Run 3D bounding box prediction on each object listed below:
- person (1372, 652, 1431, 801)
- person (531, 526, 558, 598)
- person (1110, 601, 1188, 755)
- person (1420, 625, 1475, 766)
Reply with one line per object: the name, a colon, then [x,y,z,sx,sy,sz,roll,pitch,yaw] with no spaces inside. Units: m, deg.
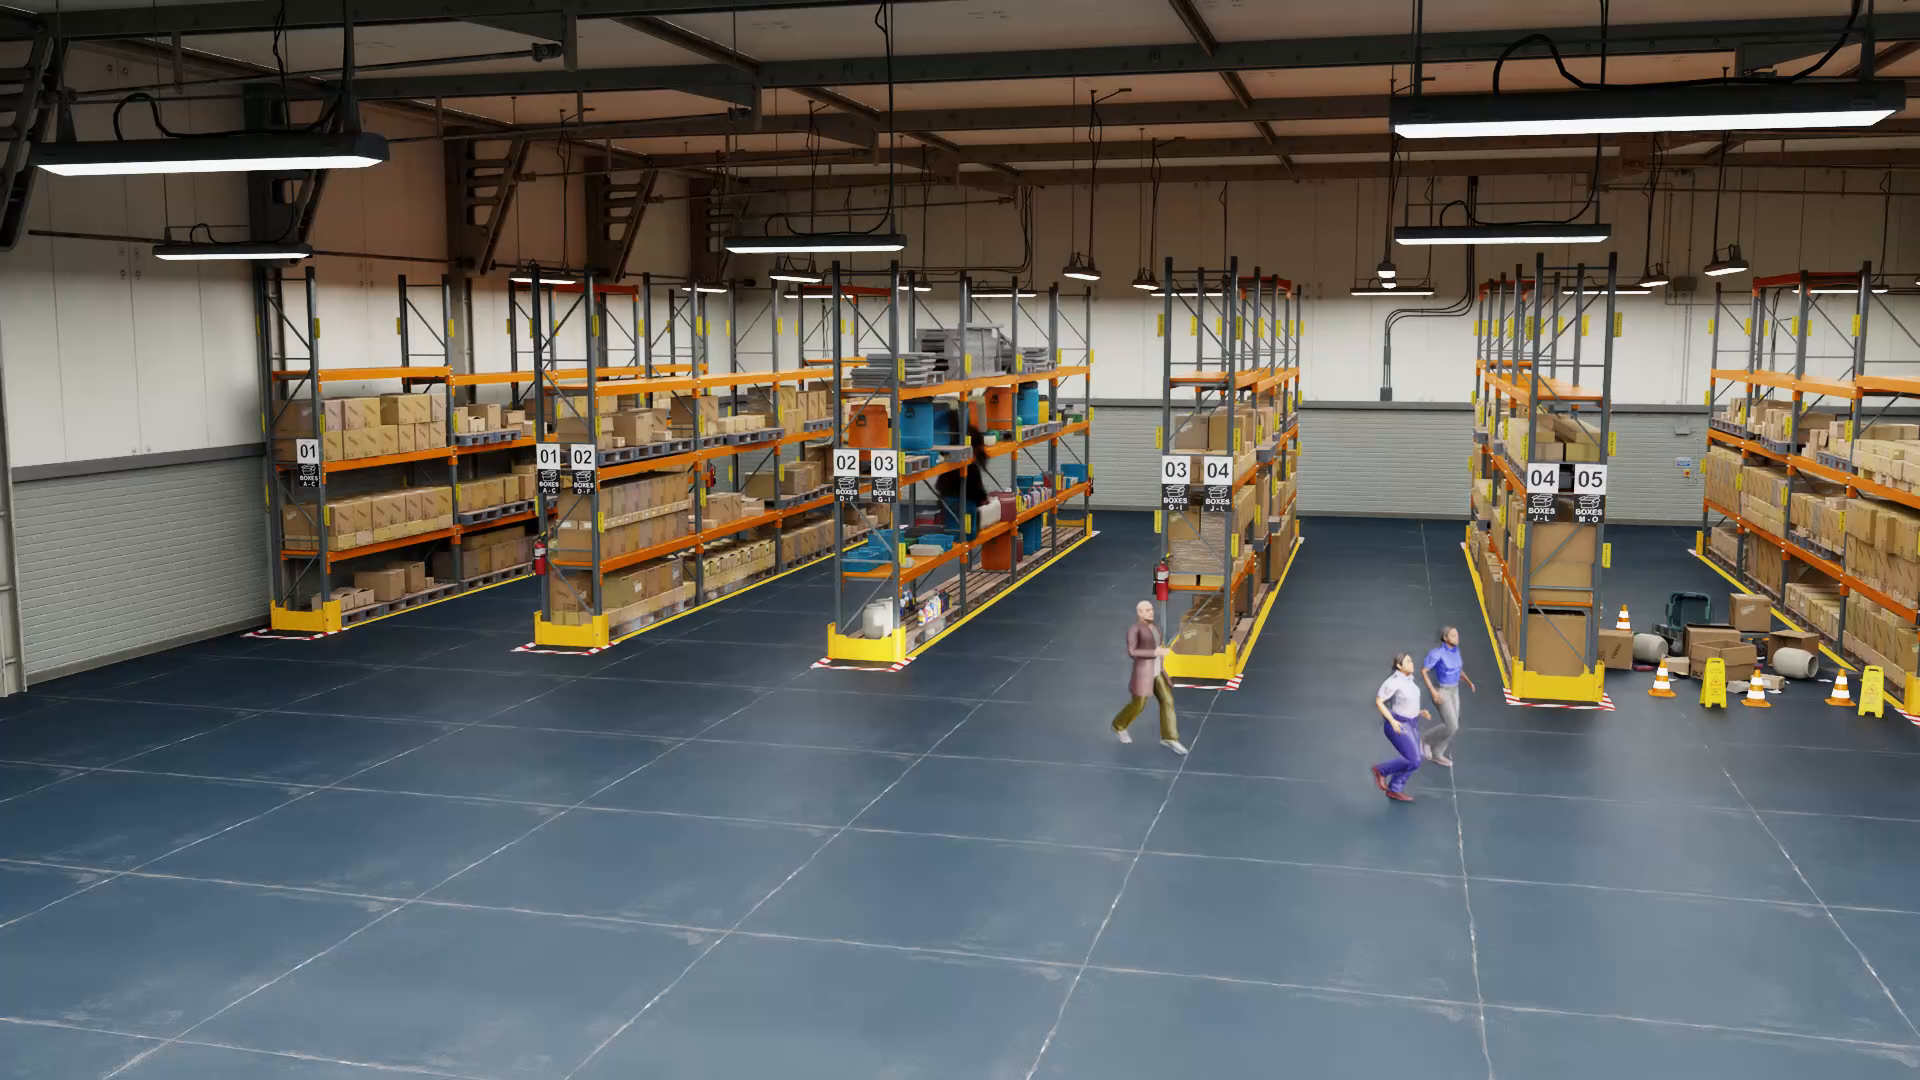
person: [4.706,1.985,17.659,0.547,1.603,0.607,5,9,37]
person: [-7.122,0.547,28.896,0.569,1.621,0.622,1,7,8]
person: [2.258,1.611,19.826,0.729,1.790,1.048,-7,10,-42]
person: [5.611,1.793,19.137,0.590,1.611,0.550,-6,9,-39]
